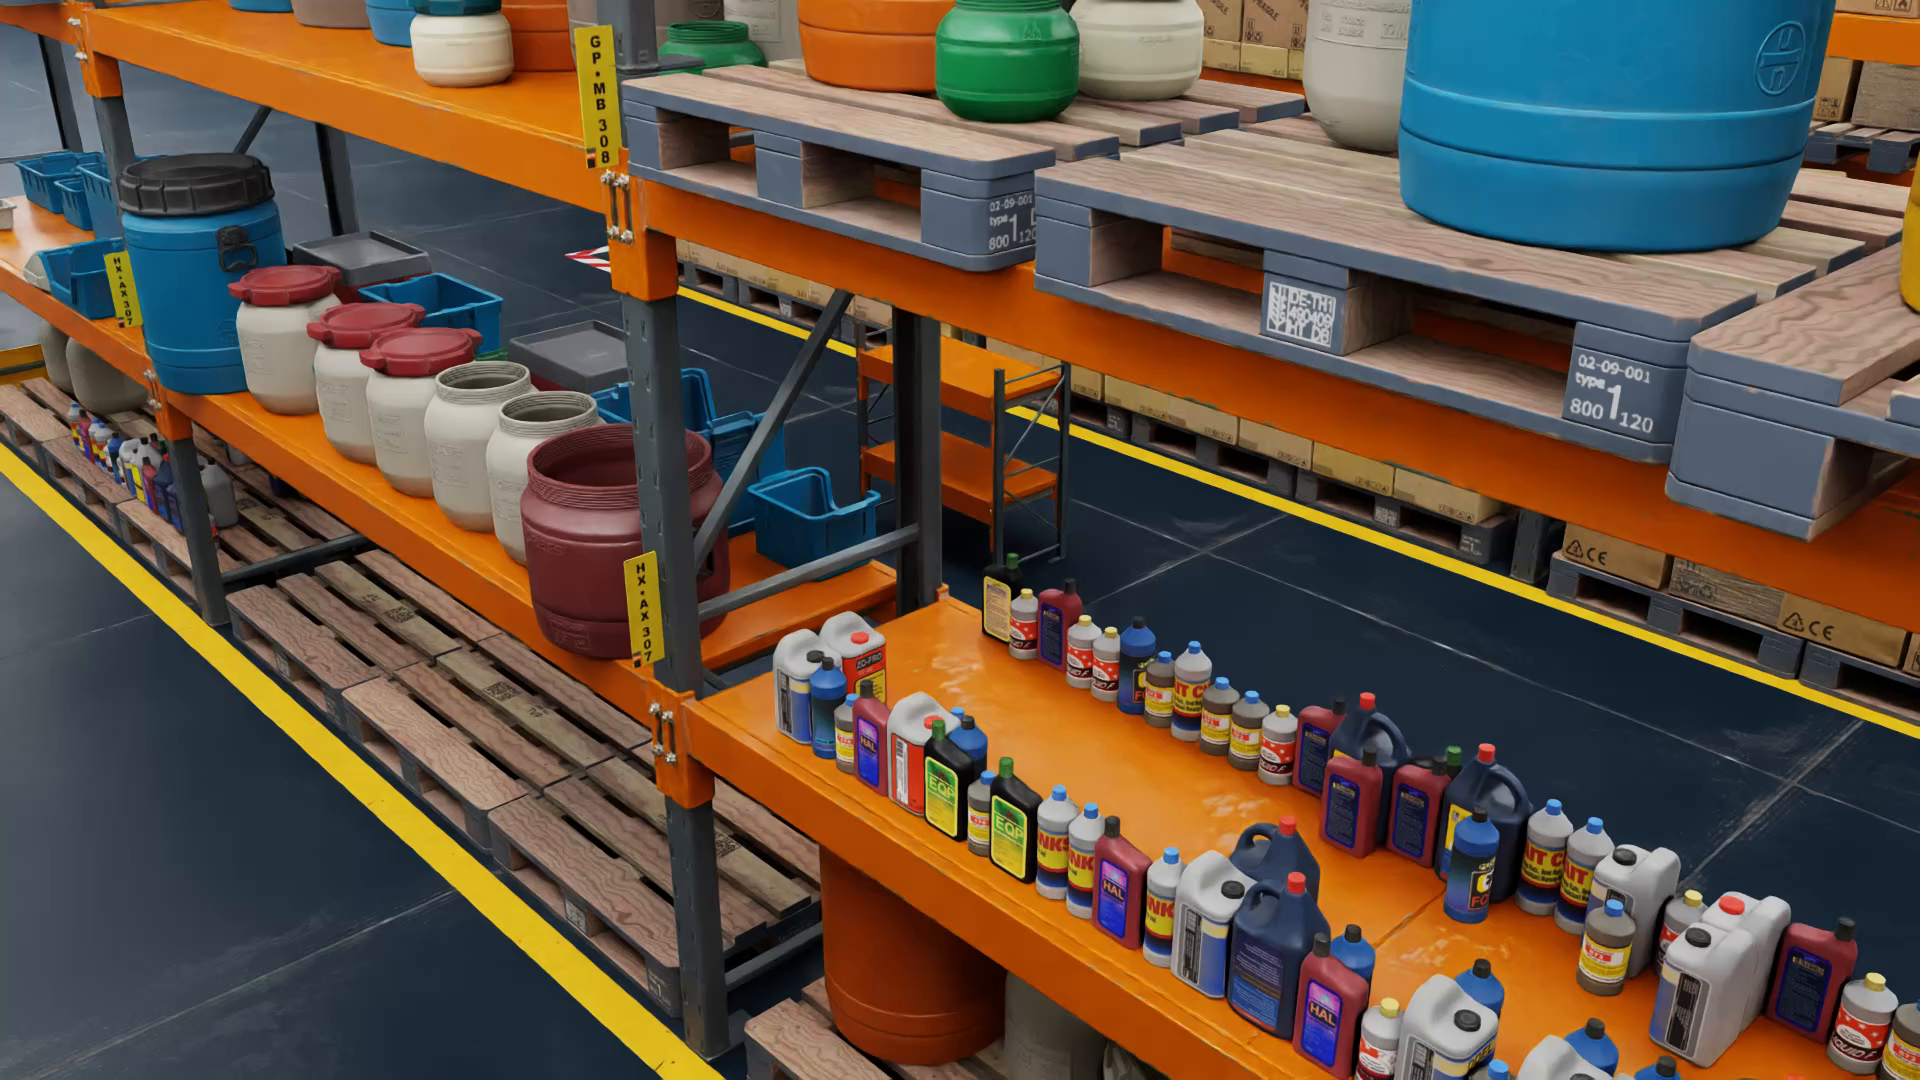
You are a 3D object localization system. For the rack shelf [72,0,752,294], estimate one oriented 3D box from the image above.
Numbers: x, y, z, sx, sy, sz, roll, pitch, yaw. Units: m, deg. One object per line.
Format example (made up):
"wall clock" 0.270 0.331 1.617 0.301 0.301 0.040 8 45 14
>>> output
"rack shelf" -1.828 -1.536 5.755 1.077 0.370 4.000 -21 32 -38

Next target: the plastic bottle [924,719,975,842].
"plastic bottle" -0.026 0.577 4.012 0.061 0.283 0.133 -21 32 -38

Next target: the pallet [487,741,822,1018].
"pallet" -0.962 1.130 6.018 1.003 0.211 1.213 -21 32 -38

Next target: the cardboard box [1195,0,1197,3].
"cardboard box" 2.089 -4.868 15.060 0.500 0.500 0.500 23 33 40

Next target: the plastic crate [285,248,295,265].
"plastic crate" -3.459 -1.271 7.996 0.767 0.338 0.504 -21 32 -38

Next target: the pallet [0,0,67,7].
"pallet" -3.759 -2.574 7.392 1.213 0.211 1.003 -21 32 -38

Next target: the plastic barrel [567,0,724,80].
"plastic barrel" -0.863 -1.796 4.854 0.600 0.901 0.600 0 25 0

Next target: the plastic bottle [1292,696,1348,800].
"plastic bottle" 0.909 0.508 4.162 0.061 0.283 0.133 -21 32 -38

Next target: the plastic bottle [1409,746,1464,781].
"plastic bottle" 1.126 0.605 3.951 0.061 0.283 0.133 -21 32 -38

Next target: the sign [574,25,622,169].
"sign" -0.857 -1.051 3.953 0.100 0.325 0.005 -21 32 -38

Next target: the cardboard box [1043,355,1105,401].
"cardboard box" 0.867 -1.101 10.356 0.500 0.250 0.500 -20 31 -37

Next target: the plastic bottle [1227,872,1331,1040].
"plastic bottle" 0.653 0.822 3.393 0.144 0.351 0.185 -21 32 -38

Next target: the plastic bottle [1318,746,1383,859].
"plastic bottle" 0.930 0.605 3.950 0.061 0.283 0.133 -21 32 -38

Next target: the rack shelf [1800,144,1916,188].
"rack shelf" 5.404 -2.982 12.539 1.077 0.370 4.000 -21 32 -38

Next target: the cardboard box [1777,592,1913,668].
"cardboard box" 3.961 0.170 7.245 0.500 0.500 0.500 -22 32 -39

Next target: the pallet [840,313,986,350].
"pallet" -0.089 -1.493 11.767 1.003 0.211 1.213 -21 32 -38

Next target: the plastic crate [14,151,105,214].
"plastic crate" -5.368 -2.182 10.098 0.499 0.251 0.616 -21 32 -38

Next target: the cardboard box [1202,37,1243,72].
"cardboard box" 2.458 -4.367 14.864 0.500 0.250 0.500 -21 32 -38

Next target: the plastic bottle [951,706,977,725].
"plastic bottle" -0.006 0.520 4.236 0.097 0.201 0.097 0 25 0

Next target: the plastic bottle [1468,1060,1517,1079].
"plastic bottle" 0.982 1.050 3.073 0.097 0.201 0.097 0 25 0

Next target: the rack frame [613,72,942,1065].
"rack frame" -0.461 0.107 4.900 1.000 3.000 0.127 -21 32 -38

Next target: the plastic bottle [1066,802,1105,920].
"plastic bottle" 0.290 0.712 3.731 0.097 0.271 0.097 0 25 0

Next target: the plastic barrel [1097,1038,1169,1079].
"plastic barrel" 0.658 1.499 4.249 0.600 0.588 0.708 -21 32 -38

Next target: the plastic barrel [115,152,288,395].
"plastic barrel" -3.152 -1.129 7.008 0.600 0.901 0.708 -21 32 -38

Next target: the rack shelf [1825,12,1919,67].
"rack shelf" 4.525 -1.728 6.177 1.077 0.370 4.000 -21 32 -38

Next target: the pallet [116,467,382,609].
"pallet" -3.623 -0.051 8.608 1.003 0.211 1.213 -21 32 -38

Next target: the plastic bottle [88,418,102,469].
"plastic bottle" -4.682 -0.534 9.063 0.097 0.271 0.097 0 25 0

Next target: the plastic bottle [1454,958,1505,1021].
"plastic bottle" 1.002 0.935 3.242 0.097 0.271 0.097 0 25 0

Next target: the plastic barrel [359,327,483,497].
"plastic barrel" -1.903 -0.461 5.982 0.433 0.535 0.433 0 25 0

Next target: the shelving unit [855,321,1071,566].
"shelving unit" 0.005 -0.510 8.512 0.538 1.125 1.048 -21 32 -38

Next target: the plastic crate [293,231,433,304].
"plastic crate" -2.640 -1.074 7.412 0.402 0.464 0.583 -21 32 -38

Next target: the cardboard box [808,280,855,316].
"cardboard box" -0.740 -1.829 11.951 0.500 0.250 0.500 -21 32 -38

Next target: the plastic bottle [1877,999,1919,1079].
"plastic bottle" 1.859 0.978 3.231 0.097 0.201 0.097 0 25 0

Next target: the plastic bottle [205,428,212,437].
"plastic bottle" -4.278 -0.734 9.488 0.061 0.283 0.133 -21 32 -38

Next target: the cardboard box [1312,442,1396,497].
"cardboard box" 2.265 -0.482 8.999 0.500 0.250 0.500 -22 32 -39

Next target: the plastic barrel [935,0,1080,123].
"plastic barrel" 0.096 -0.991 3.376 0.294 0.245 0.294 0 25 0

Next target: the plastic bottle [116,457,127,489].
"plastic bottle" -4.406 -0.379 8.809 0.097 0.201 0.097 0 25 0

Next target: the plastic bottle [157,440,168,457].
"plastic bottle" -4.140 -0.375 8.701 0.061 0.283 0.133 -21 32 -38

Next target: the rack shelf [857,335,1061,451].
"rack shelf" 0.005 -0.776 8.391 0.538 0.278 1.000 -21 32 -38

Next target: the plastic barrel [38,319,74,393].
"plastic barrel" -5.423 -1.198 10.253 0.421 0.512 0.421 0 25 0

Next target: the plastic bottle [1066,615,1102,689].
"plastic bottle" 0.351 0.309 4.697 0.097 0.201 0.097 0 25 0

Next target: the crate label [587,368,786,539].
"crate label" -0.942 -0.286 5.721 0.502 0.435 0.616 -21 32 -38

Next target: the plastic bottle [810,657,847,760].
"plastic bottle" -0.341 0.432 4.345 0.097 0.271 0.097 0 25 0

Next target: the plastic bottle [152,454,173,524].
"plastic bottle" -3.976 -0.271 8.391 0.185 0.351 0.144 22 32 39

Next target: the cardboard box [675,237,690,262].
"cardboard box" -2.106 -2.435 13.280 0.500 0.250 0.500 -21 32 -38

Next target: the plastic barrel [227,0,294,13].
"plastic barrel" -2.688 -2.605 6.627 0.600 0.901 0.708 -21 32 -38

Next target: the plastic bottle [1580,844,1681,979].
"plastic bottle" 1.444 0.777 3.583 0.152 0.276 0.135 -21 32 -38

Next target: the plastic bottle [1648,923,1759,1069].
"plastic bottle" 1.491 0.890 3.334 0.152 0.276 0.135 -21 32 -38

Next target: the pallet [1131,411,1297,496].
"pallet" 1.794 -0.658 9.938 1.003 0.211 1.213 -21 32 -38

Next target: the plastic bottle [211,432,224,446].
"plastic bottle" -4.184 -0.644 9.389 0.097 0.201 0.097 0 25 0
